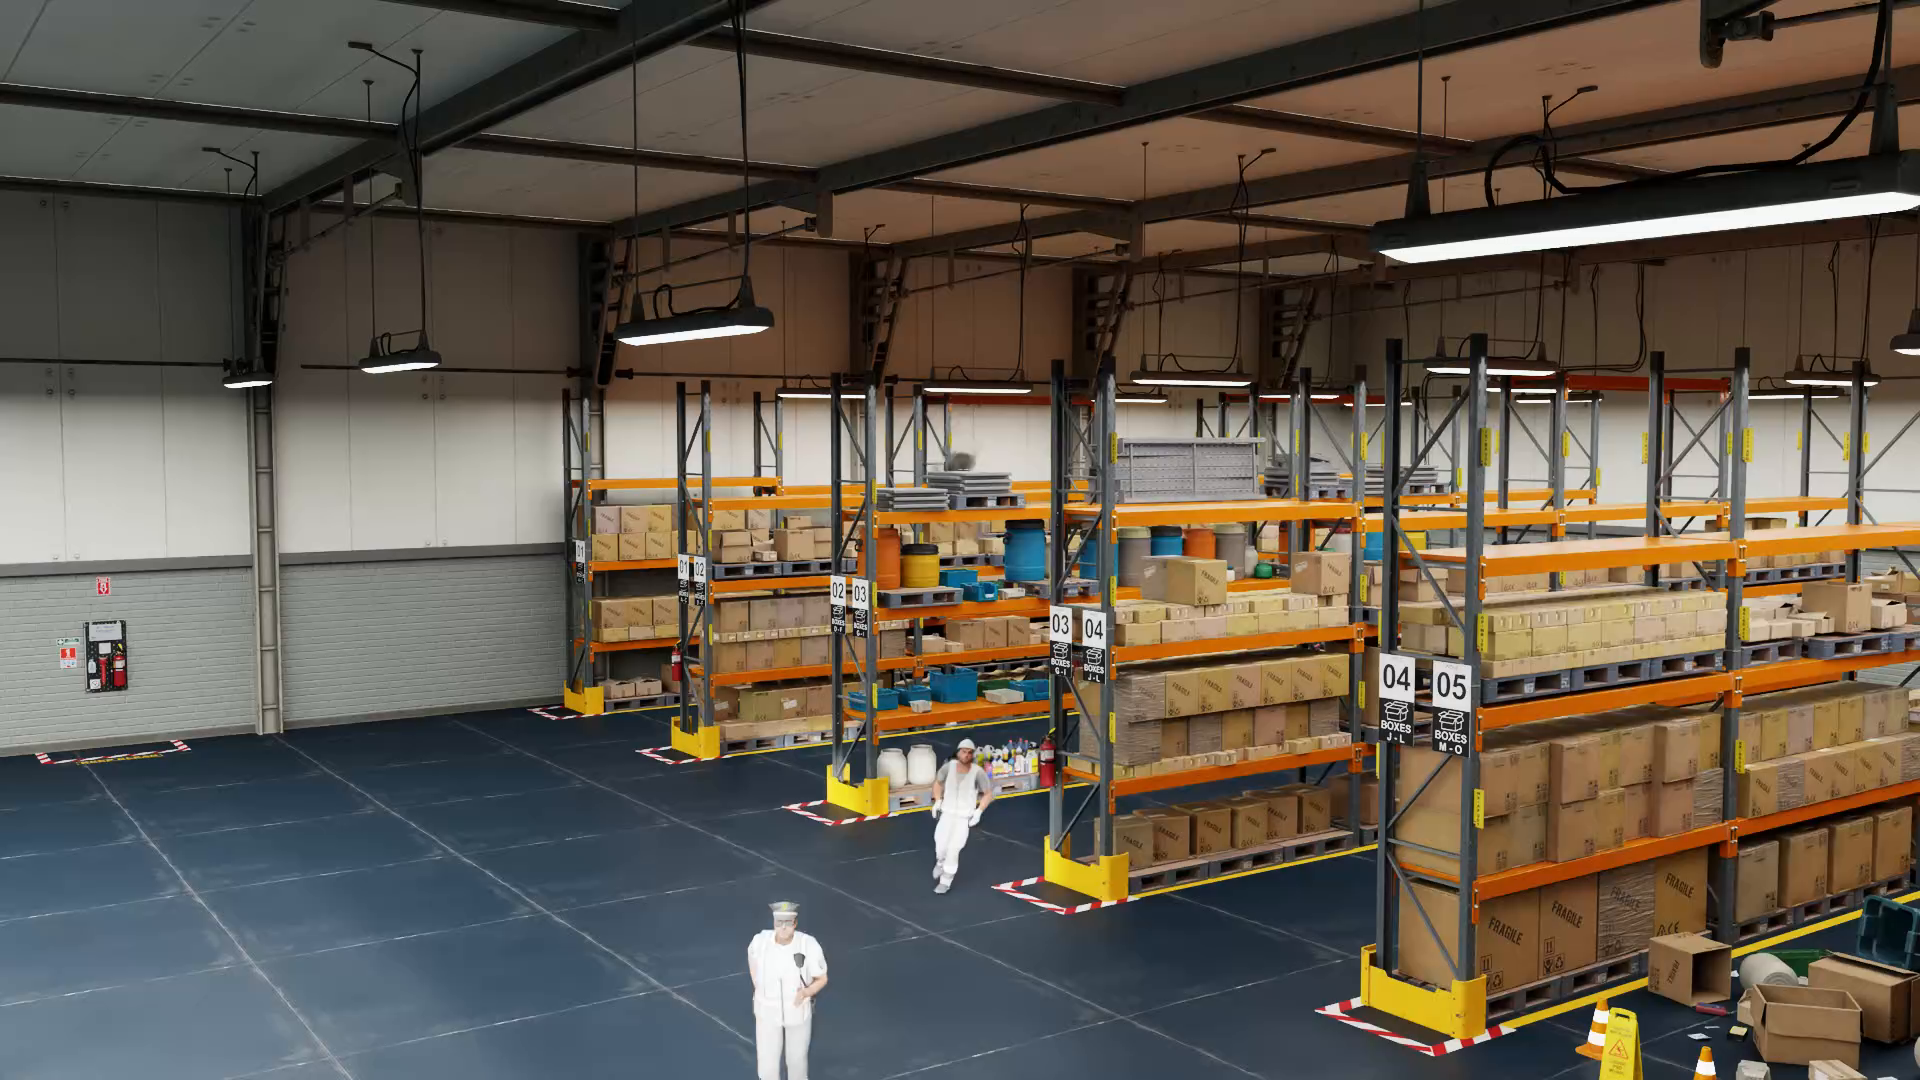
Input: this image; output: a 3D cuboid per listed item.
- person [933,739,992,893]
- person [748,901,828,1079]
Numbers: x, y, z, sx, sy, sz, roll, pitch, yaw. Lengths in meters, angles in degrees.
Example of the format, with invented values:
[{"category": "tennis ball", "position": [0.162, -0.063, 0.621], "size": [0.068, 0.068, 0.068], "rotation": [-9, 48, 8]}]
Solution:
[{"category": "person", "position": [0.010, 3.094, 18.773], "size": [0.721, 1.729, 0.584], "rotation": [1, 4, 10]}, {"category": "person", "position": [-1.267, 3.509, 12.233], "size": [0.585, 1.825, 0.917], "rotation": [0, 4, -5]}]
